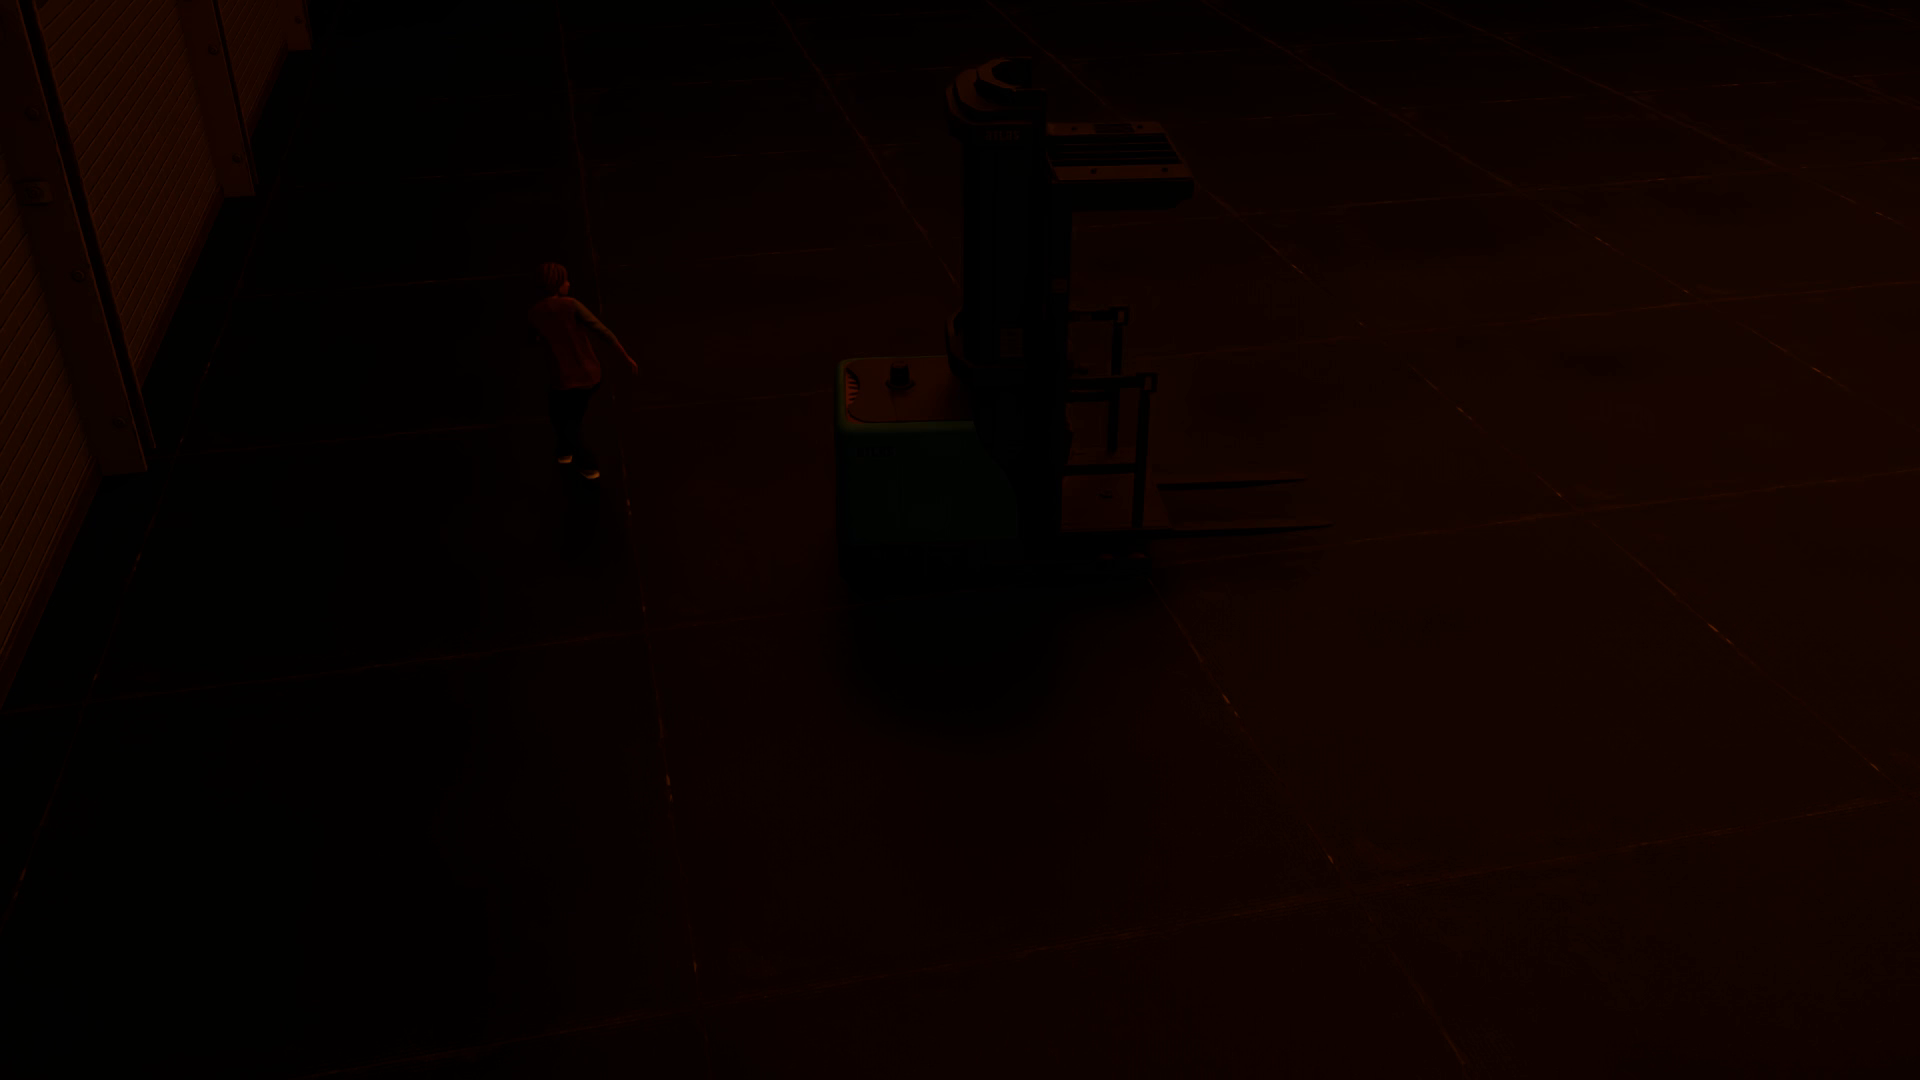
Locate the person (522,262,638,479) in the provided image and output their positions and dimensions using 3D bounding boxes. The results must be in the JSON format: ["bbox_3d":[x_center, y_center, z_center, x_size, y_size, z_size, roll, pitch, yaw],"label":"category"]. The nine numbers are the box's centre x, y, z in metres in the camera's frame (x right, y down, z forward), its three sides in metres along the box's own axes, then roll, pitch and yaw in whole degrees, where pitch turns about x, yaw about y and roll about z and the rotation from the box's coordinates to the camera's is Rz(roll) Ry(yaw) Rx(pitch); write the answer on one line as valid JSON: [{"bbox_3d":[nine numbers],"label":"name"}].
[{"bbox_3d":[-2.511,-1.140,11.032,0.704,1.479,0.764,-8,31,-14],"label":"person"}]

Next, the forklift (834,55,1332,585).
[{"bbox_3d":[0.757,-1.282,9.788,3.031,2.935,1.130,-2,30,-4],"label":"forklift"}]
